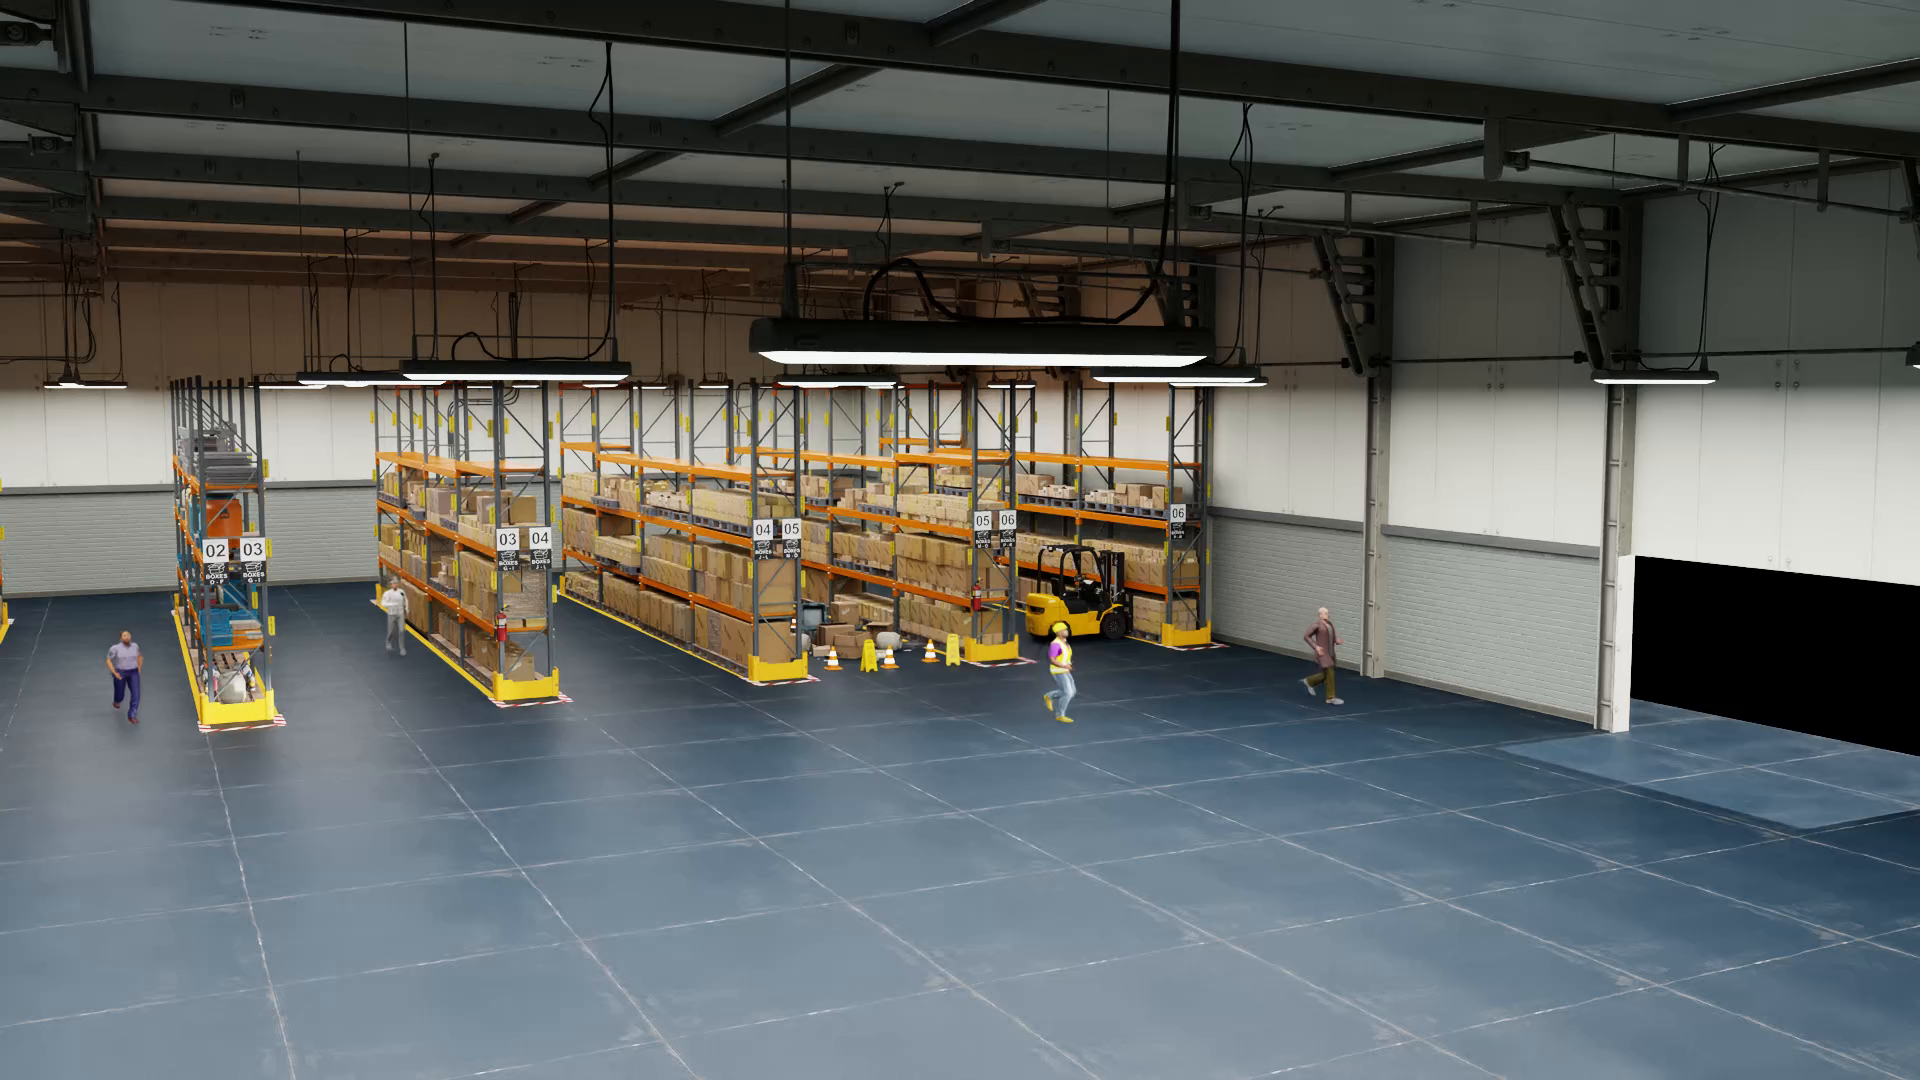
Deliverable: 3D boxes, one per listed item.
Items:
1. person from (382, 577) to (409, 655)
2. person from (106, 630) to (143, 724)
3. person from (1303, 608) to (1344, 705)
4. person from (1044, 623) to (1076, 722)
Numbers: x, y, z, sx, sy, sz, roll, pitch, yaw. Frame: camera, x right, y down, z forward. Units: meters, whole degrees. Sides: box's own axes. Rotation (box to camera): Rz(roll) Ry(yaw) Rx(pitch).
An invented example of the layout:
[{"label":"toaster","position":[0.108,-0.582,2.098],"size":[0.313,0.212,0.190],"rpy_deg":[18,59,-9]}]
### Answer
[{"label":"person","position":[-12.307,1.633,36.280],"size":[0.612,1.677,0.939],"rpy_deg":[-3,6,-33]},{"label":"person","position":[-14.526,2.373,28.973],"size":[0.606,1.619,0.807],"rpy_deg":[-4,6,-38]},{"label":"person","position":[6.696,2.121,30.656],"size":[0.720,1.749,0.964],"rpy_deg":[-5,7,-43]},{"label":"person","position":[1.732,2.299,28.970],"size":[0.612,1.721,0.736],"rpy_deg":[2,5,18]}]
